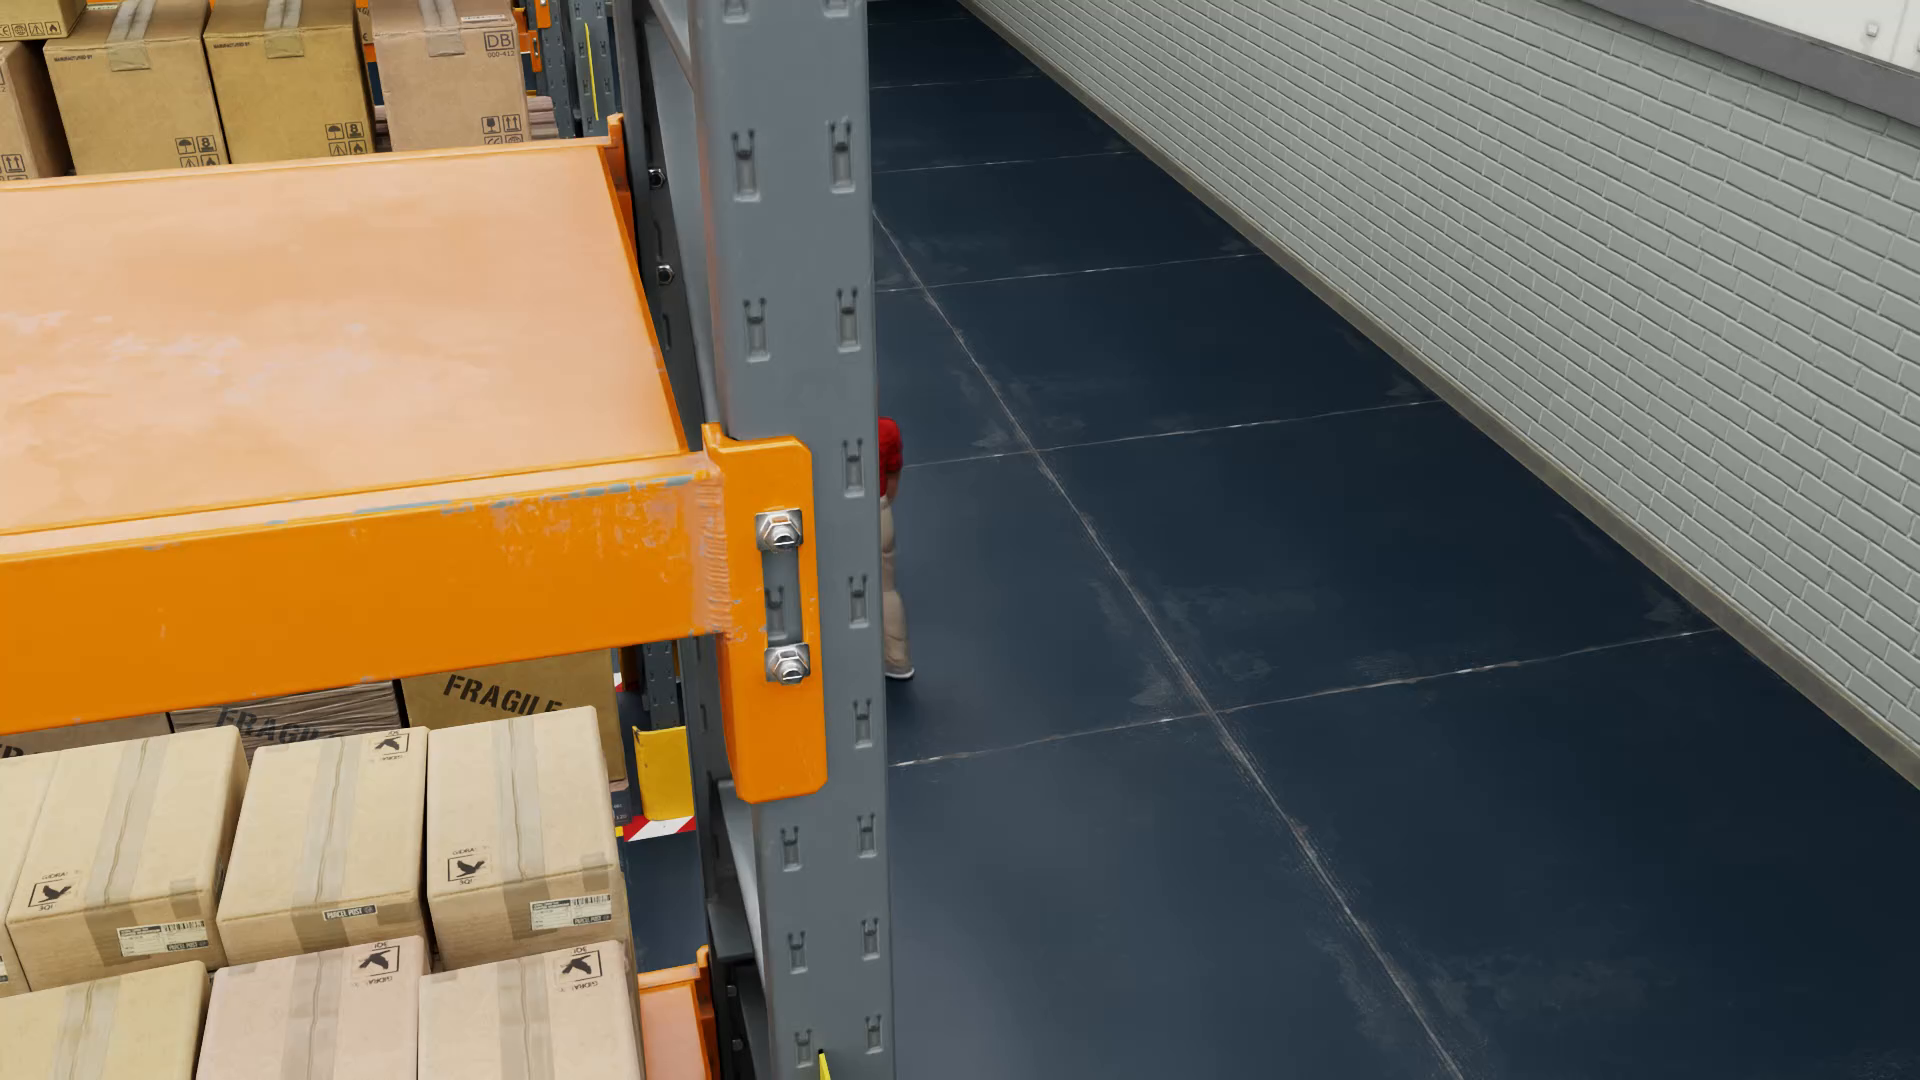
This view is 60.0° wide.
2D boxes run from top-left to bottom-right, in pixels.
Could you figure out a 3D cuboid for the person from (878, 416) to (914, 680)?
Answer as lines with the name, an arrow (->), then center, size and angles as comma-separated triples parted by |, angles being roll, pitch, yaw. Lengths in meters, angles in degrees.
person -> -0.569, -0.067, 8.272 | 0.544, 1.738, 0.567 | -20, 35, -30
